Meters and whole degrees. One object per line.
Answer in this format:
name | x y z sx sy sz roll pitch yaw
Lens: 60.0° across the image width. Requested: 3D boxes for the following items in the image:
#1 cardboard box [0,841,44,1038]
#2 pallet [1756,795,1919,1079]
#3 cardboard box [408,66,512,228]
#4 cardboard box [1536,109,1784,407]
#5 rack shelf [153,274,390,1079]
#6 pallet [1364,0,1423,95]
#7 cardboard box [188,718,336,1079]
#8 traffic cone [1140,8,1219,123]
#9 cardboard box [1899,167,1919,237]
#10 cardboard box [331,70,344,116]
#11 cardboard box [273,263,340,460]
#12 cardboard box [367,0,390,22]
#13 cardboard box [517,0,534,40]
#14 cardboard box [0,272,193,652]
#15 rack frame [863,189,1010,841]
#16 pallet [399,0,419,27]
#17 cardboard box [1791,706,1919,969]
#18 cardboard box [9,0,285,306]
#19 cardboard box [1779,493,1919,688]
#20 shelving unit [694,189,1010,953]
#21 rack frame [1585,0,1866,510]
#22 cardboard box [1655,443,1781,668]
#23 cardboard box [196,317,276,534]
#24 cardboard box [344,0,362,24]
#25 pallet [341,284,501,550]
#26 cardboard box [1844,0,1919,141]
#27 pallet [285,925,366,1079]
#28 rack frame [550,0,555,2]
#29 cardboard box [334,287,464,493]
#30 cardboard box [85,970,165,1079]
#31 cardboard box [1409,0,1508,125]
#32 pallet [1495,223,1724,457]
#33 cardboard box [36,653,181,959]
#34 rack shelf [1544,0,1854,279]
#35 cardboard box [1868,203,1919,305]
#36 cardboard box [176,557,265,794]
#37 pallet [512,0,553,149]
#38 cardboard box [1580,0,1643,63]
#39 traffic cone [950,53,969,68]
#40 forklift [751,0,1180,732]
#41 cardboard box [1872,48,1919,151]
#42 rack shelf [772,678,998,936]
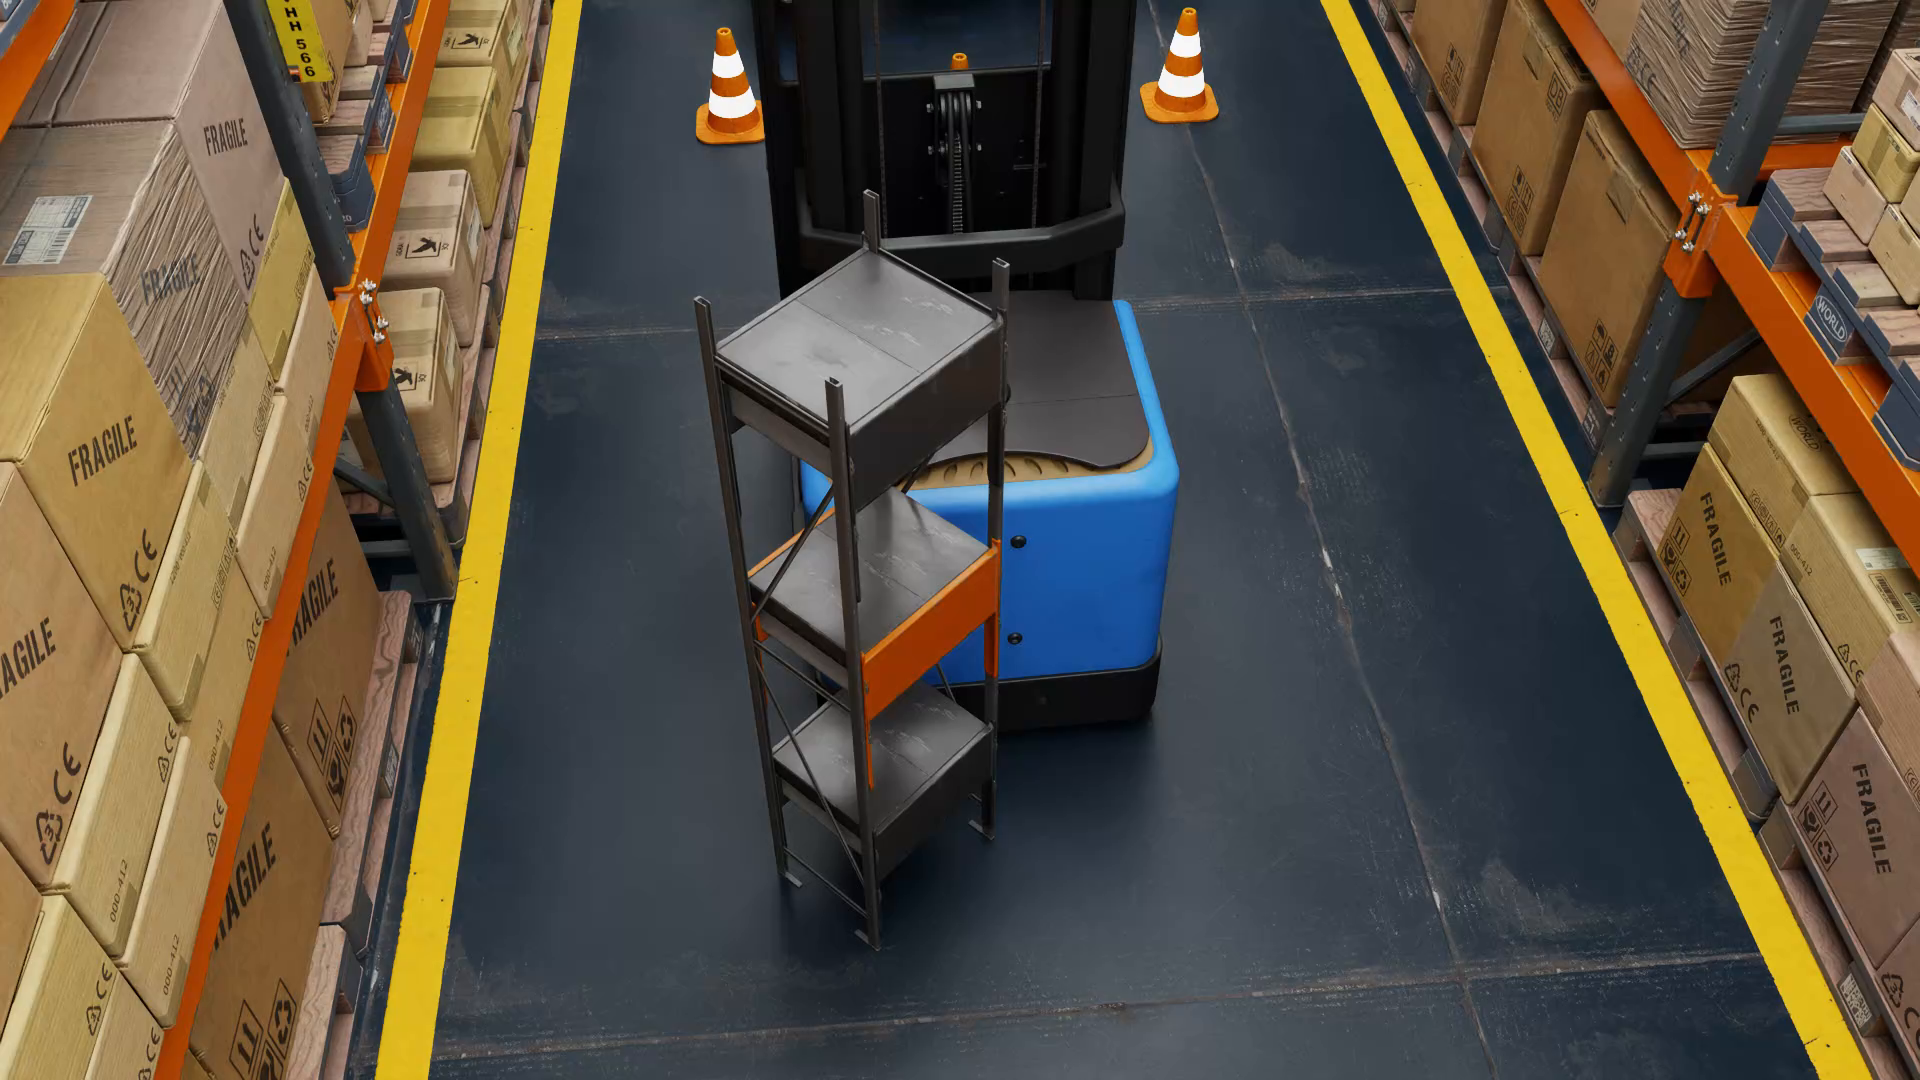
cardboard box | -1.715 0.612 2.347 0.500 0.500 0.500 -5 47 -4
pallet | 2.897 1.192 4.475 1.003 0.211 1.213 -3 47 -3
cardboard box | -2.355 -1.571 6.693 0.950 0.372 0.625 -2 47 -2
cardboard box | 2.773 -1.030 5.919 1.050 0.750 0.750 -4 47 -4
rack shelf | -2.022 0.856 3.369 1.077 0.370 4.000 -3 47 -3
pallet | 2.539 -2.594 8.062 1.003 0.211 1.213 -3 47 -3
cardboard box | -2.144 0.898 4.008 0.875 0.875 0.875 -3 47 -3
traffic cone | 1.007 -2.172 7.489 0.336 0.463 0.334 -3 47 -3
cardboard box | 2.600 -0.815 4.135 0.380 0.149 0.250 -1 47 -1
cardboard box | -2.022 -1.350 4.846 0.380 0.149 0.250 -6 47 -6
cardboard box | -1.889 -0.437 4.201 0.500 0.250 0.500 -5 47 -5
cardboard box | -2.001 -1.751 5.226 0.380 0.149 0.250 -3 47 -3
cardboard box | -2.478 -2.594 7.662 0.950 0.372 0.625 -3 47 -3
cardboard box | -1.800 -0.128 3.048 0.500 0.500 0.500 -3 47 -3
rack frame | -0.053 0.068 4.239 0.400 2.100 0.015 33 55 27
pallet | -2.396 -2.202 5.902 1.003 0.211 1.213 -3 47 -3
cardboard box | 2.633 0.764 4.393 0.500 0.500 0.500 -5 47 -4
cardboard box | -1.886 -0.859 3.740 0.500 0.500 0.500 -5 47 -4
cardboard box | 2.593 0.125 4.482 0.500 0.250 0.500 -4 47 -4
shelving unit | -0.215 0.201 4.113 0.431 2.100 0.503 33 55 27
rack frame | 2.734 -1.213 4.833 1.000 3.000 0.127 -3 47 -3
cardboard box | 2.540 0.030 5.088 0.500 0.500 0.500 -5 47 -5
cardboard box | -1.849 -0.253 3.683 0.500 0.250 0.500 -5 47 -4
cardboard box | -2.047 -1.836 4.860 0.500 0.500 0.500 -1 47 -1
pallet | -2.254 -0.445 6.026 1.003 0.211 1.213 -3 47 -3
cardboard box | 2.966 -1.588 5.119 0.500 0.500 0.500 -3 47 -3
pallet | -2.100 1.576 4.112 1.003 0.211 1.213 -3 47 -3
rack frame | -2.525 -3.733 7.219 1.000 3.000 0.127 -3 47 -3
cardboard box | -2.227 -0.489 5.668 0.950 0.372 0.625 -6 47 -6
cardboard box | -1.700 1.026 2.815 0.500 0.250 0.500 -4 47 -4
cardboard box | 2.618 -2.336 7.156 1.050 0.750 0.750 -3 47 -3
pallet | 2.744 -0.829 6.390 1.003 0.211 1.213 -3 47 -3
cardboard box | -1.742 0.491 2.978 0.500 0.250 0.500 -5 47 -4
rack shelf | 2.567 -2.412 6.464 1.077 0.370 4.000 -3 47 -3
cardboard box | 2.593 -0.741 4.269 0.380 0.149 0.250 -1 47 -1
cardboard box | -1.804 0.297 3.506 0.500 0.250 0.500 -4 47 -4
pallet | -2.458 -2.211 7.698 1.003 0.211 1.213 -3 47 -3
cardboard box | 2.389 -1.918 5.431 0.500 0.500 0.500 -3 47 -3
traffic cone | -0.005 -1.899 7.230 0.336 0.463 0.334 -3 47 -3
forklift | -0.072 -1.462 5.116 1.130 2.935 3.031 -5 47 -5
cardboard box | 2.580 -1.126 4.224 0.380 0.149 0.250 -3 47 -3
rack shelf | -0.215 0.692 4.632 0.431 0.518 0.480 33 55 27
